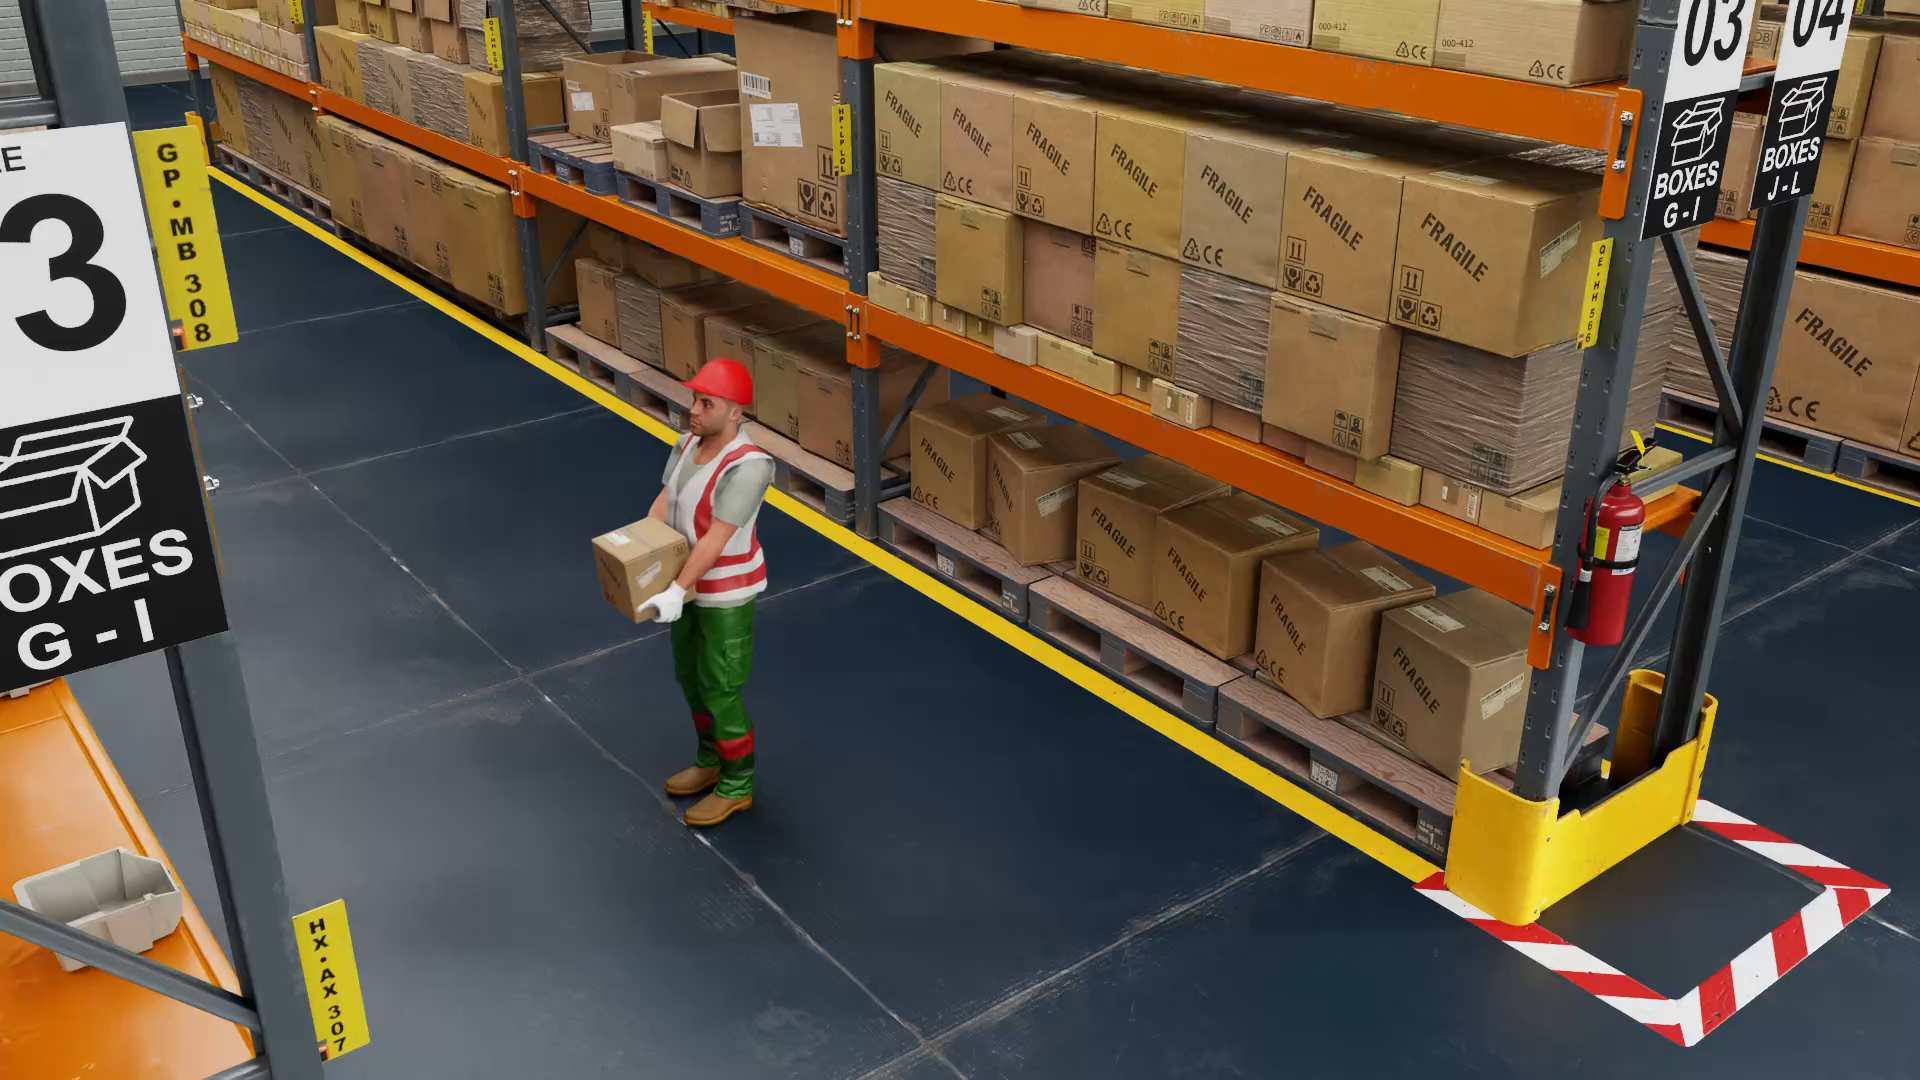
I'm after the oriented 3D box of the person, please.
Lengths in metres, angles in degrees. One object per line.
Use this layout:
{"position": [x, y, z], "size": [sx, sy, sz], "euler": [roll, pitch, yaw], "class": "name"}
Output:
{"position": [-0.986, 0.215, 6.111], "size": [0.573, 1.782, 0.477], "euler": [-18, 30, -34], "class": "person"}
